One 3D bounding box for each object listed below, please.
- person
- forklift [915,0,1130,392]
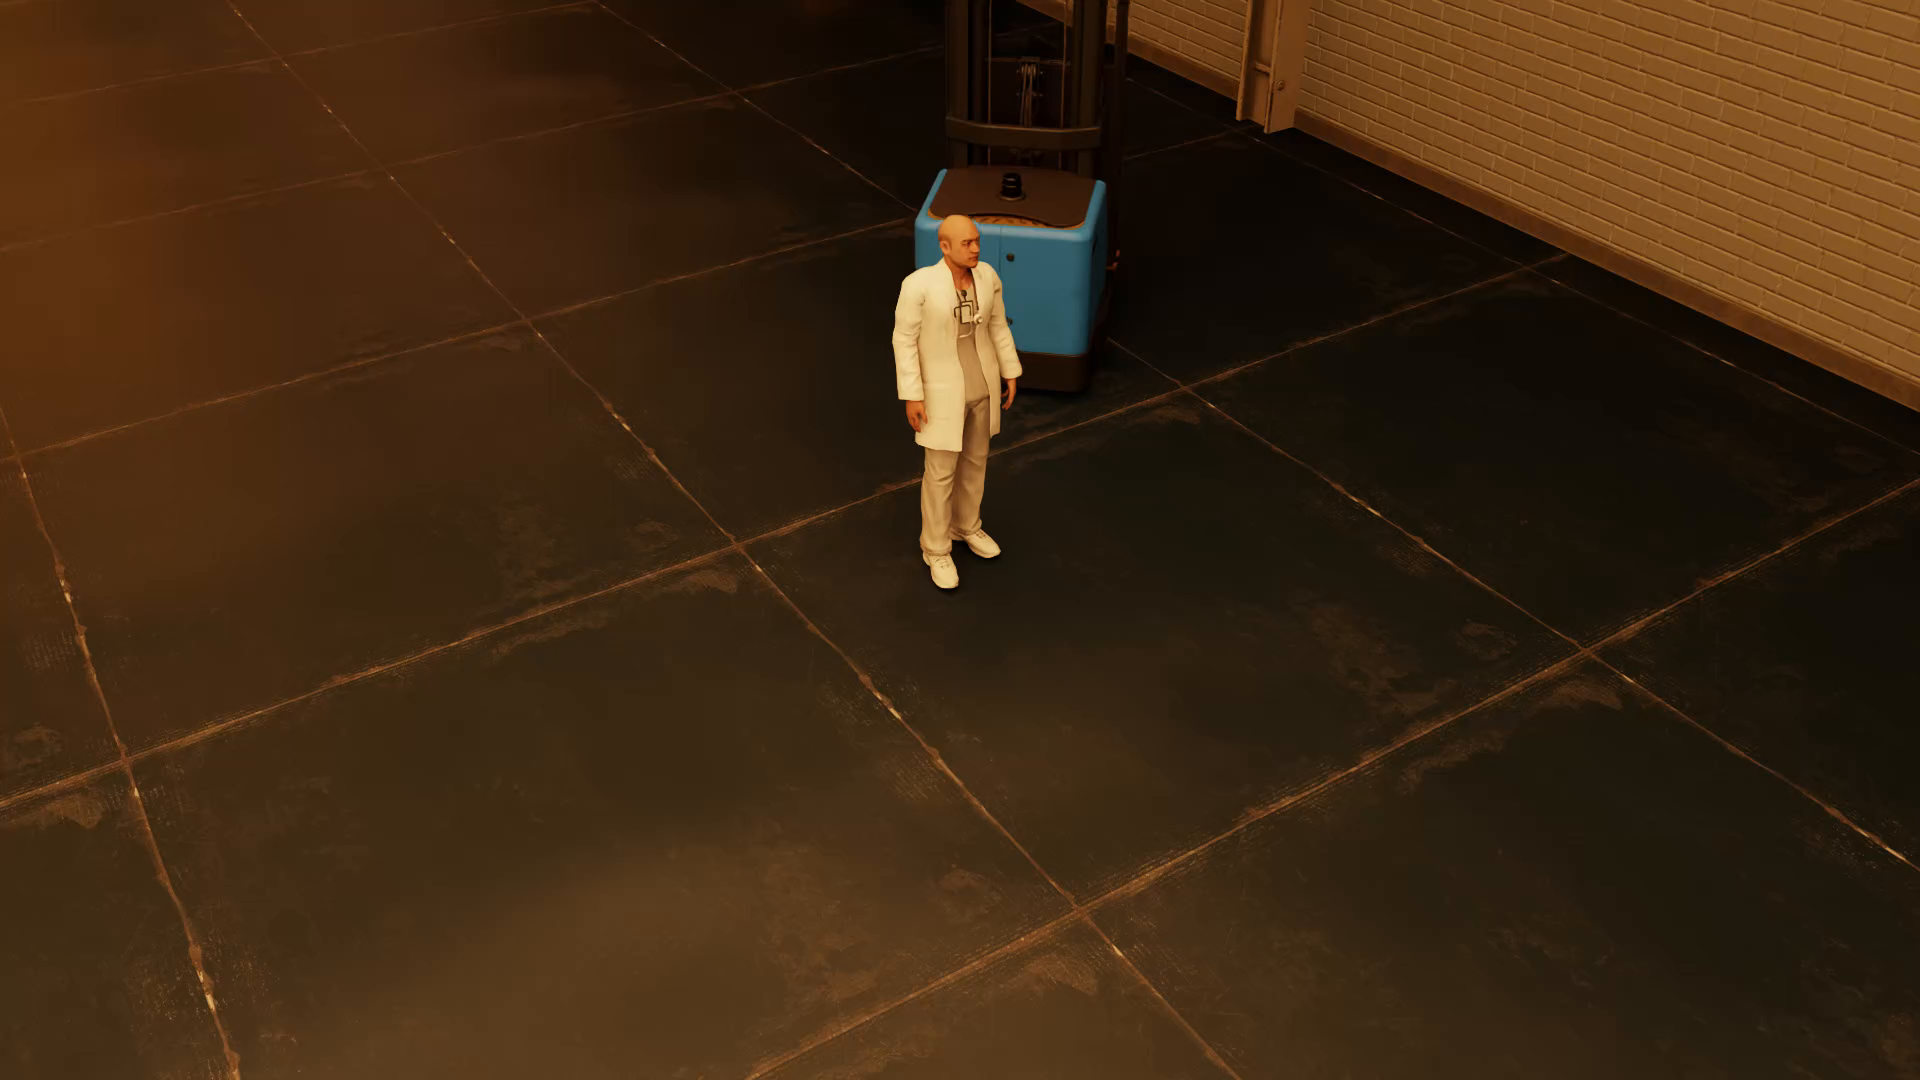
[{"bbox_3d":[0.047,-0.688,8.117,0.696,1.778,0.578,-21,40,-27],"label":"person"},{"bbox_3d":[0.500,-2.913,10.294,1.130,2.935,3.031,6,36,9],"label":"forklift"}]
